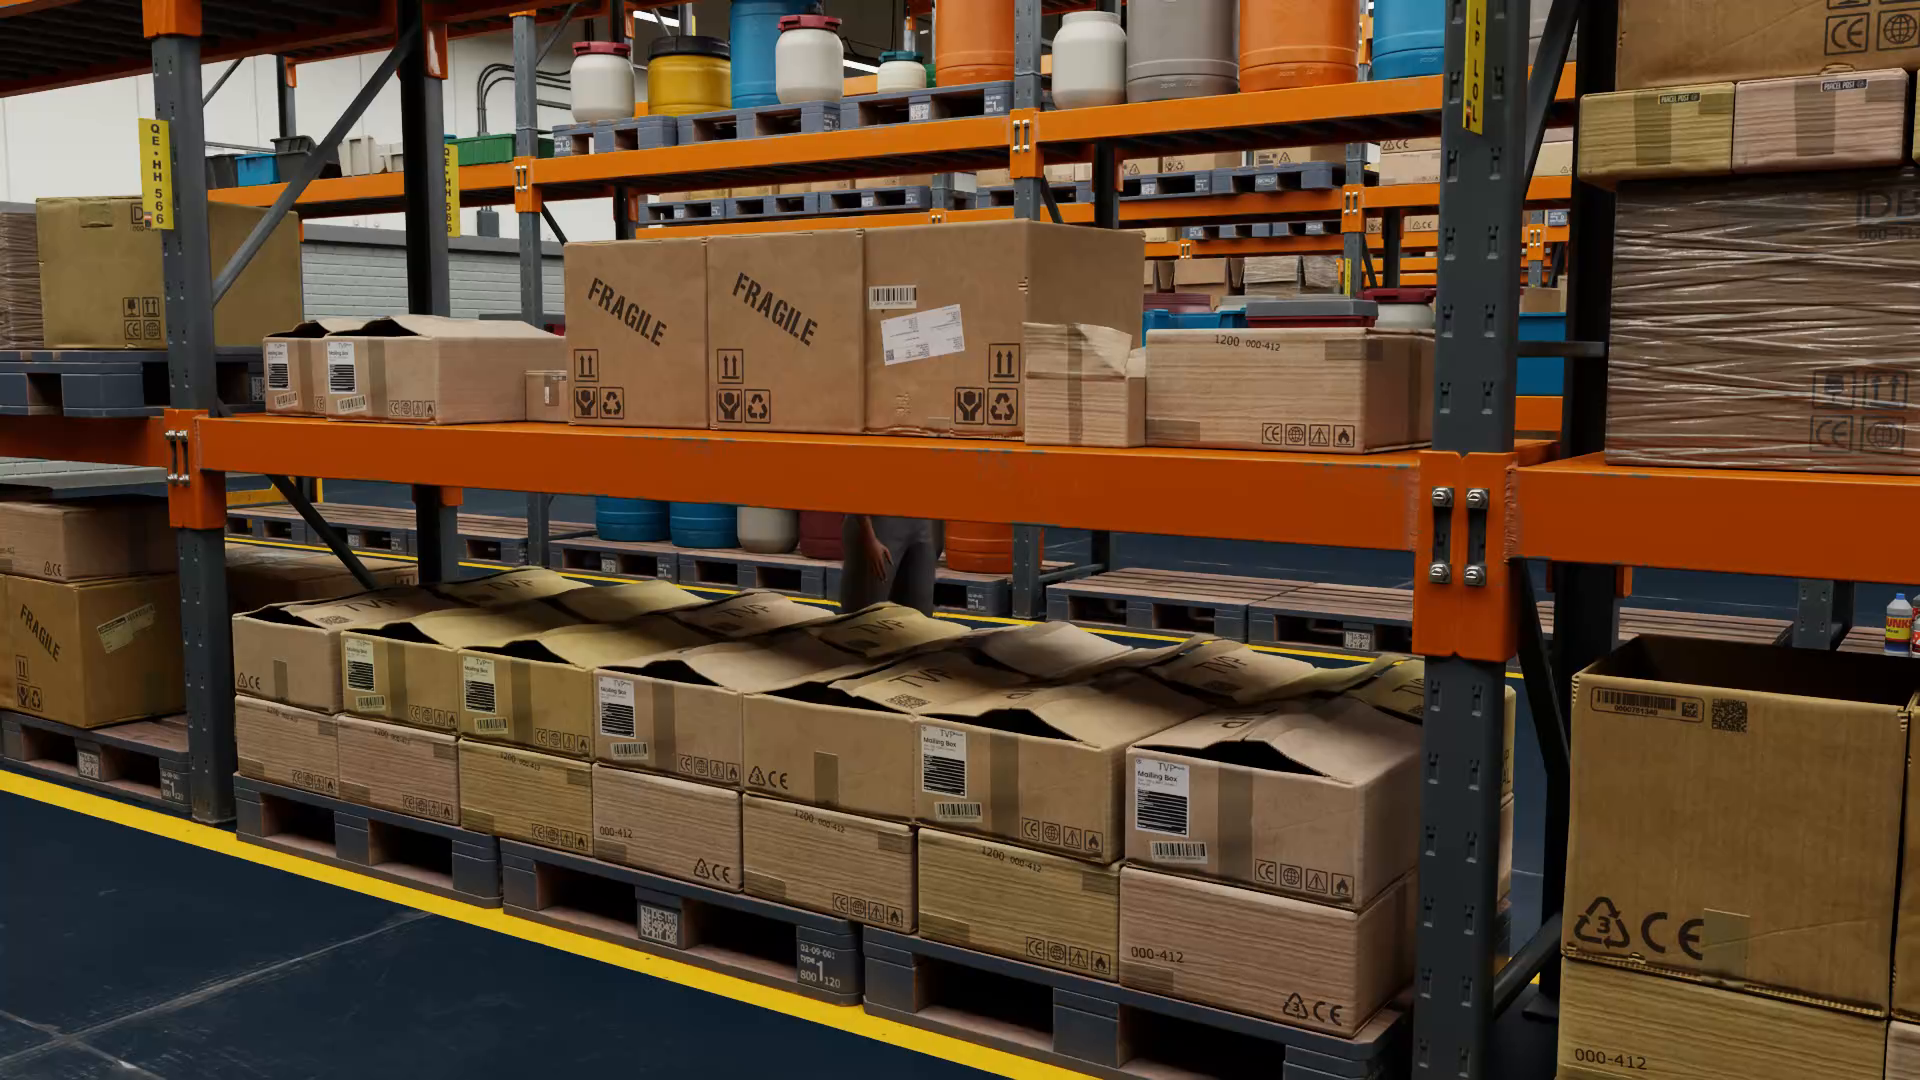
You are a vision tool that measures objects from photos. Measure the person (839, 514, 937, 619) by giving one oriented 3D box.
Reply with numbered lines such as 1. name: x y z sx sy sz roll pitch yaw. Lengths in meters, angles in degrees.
1. person: -0.271 -0.021 6.189 0.413 1.659 0.503 4 8 34
